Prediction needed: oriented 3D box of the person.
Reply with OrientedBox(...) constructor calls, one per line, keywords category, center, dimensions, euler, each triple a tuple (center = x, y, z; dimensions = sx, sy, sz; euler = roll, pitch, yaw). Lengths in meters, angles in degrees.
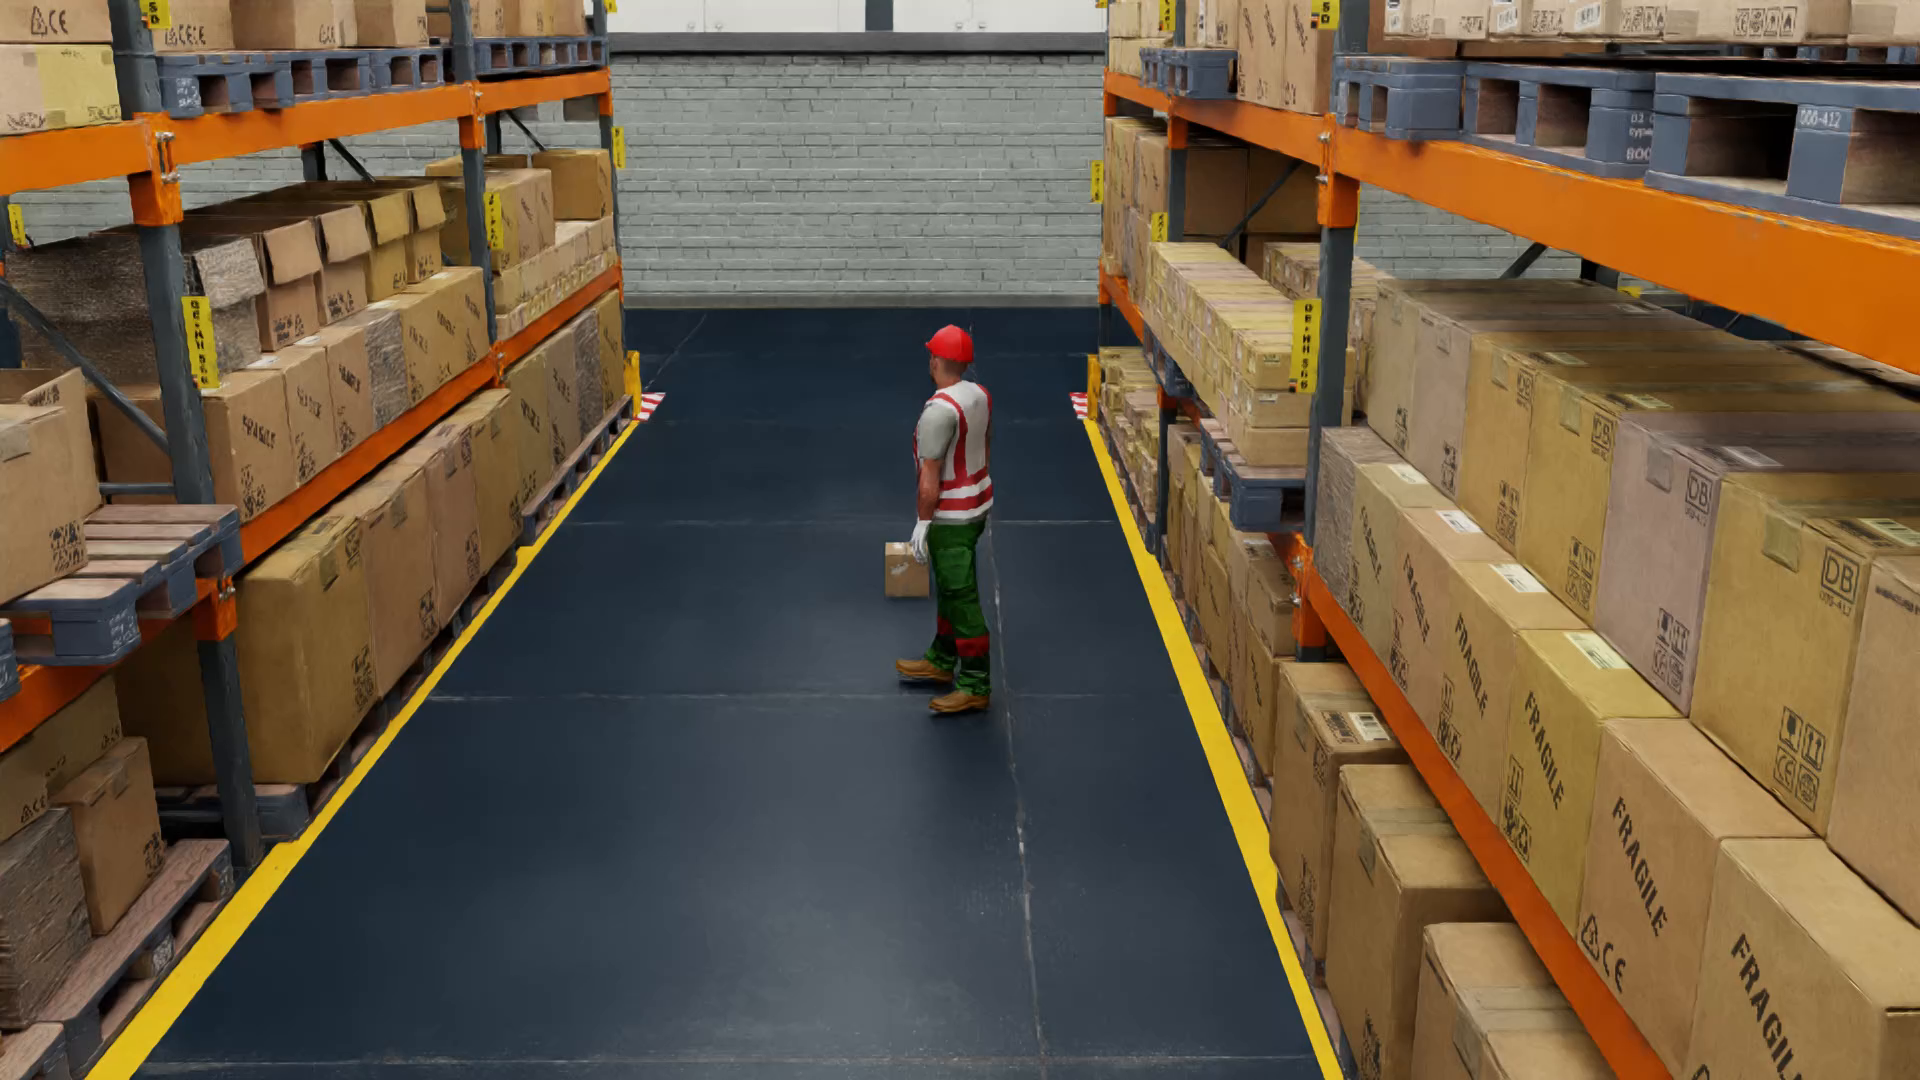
OrientedBox(category="person", center=(-0.080, -0.129, 7.841), dimensions=(0.583, 1.786, 0.676), euler=(6, 18, 20))
